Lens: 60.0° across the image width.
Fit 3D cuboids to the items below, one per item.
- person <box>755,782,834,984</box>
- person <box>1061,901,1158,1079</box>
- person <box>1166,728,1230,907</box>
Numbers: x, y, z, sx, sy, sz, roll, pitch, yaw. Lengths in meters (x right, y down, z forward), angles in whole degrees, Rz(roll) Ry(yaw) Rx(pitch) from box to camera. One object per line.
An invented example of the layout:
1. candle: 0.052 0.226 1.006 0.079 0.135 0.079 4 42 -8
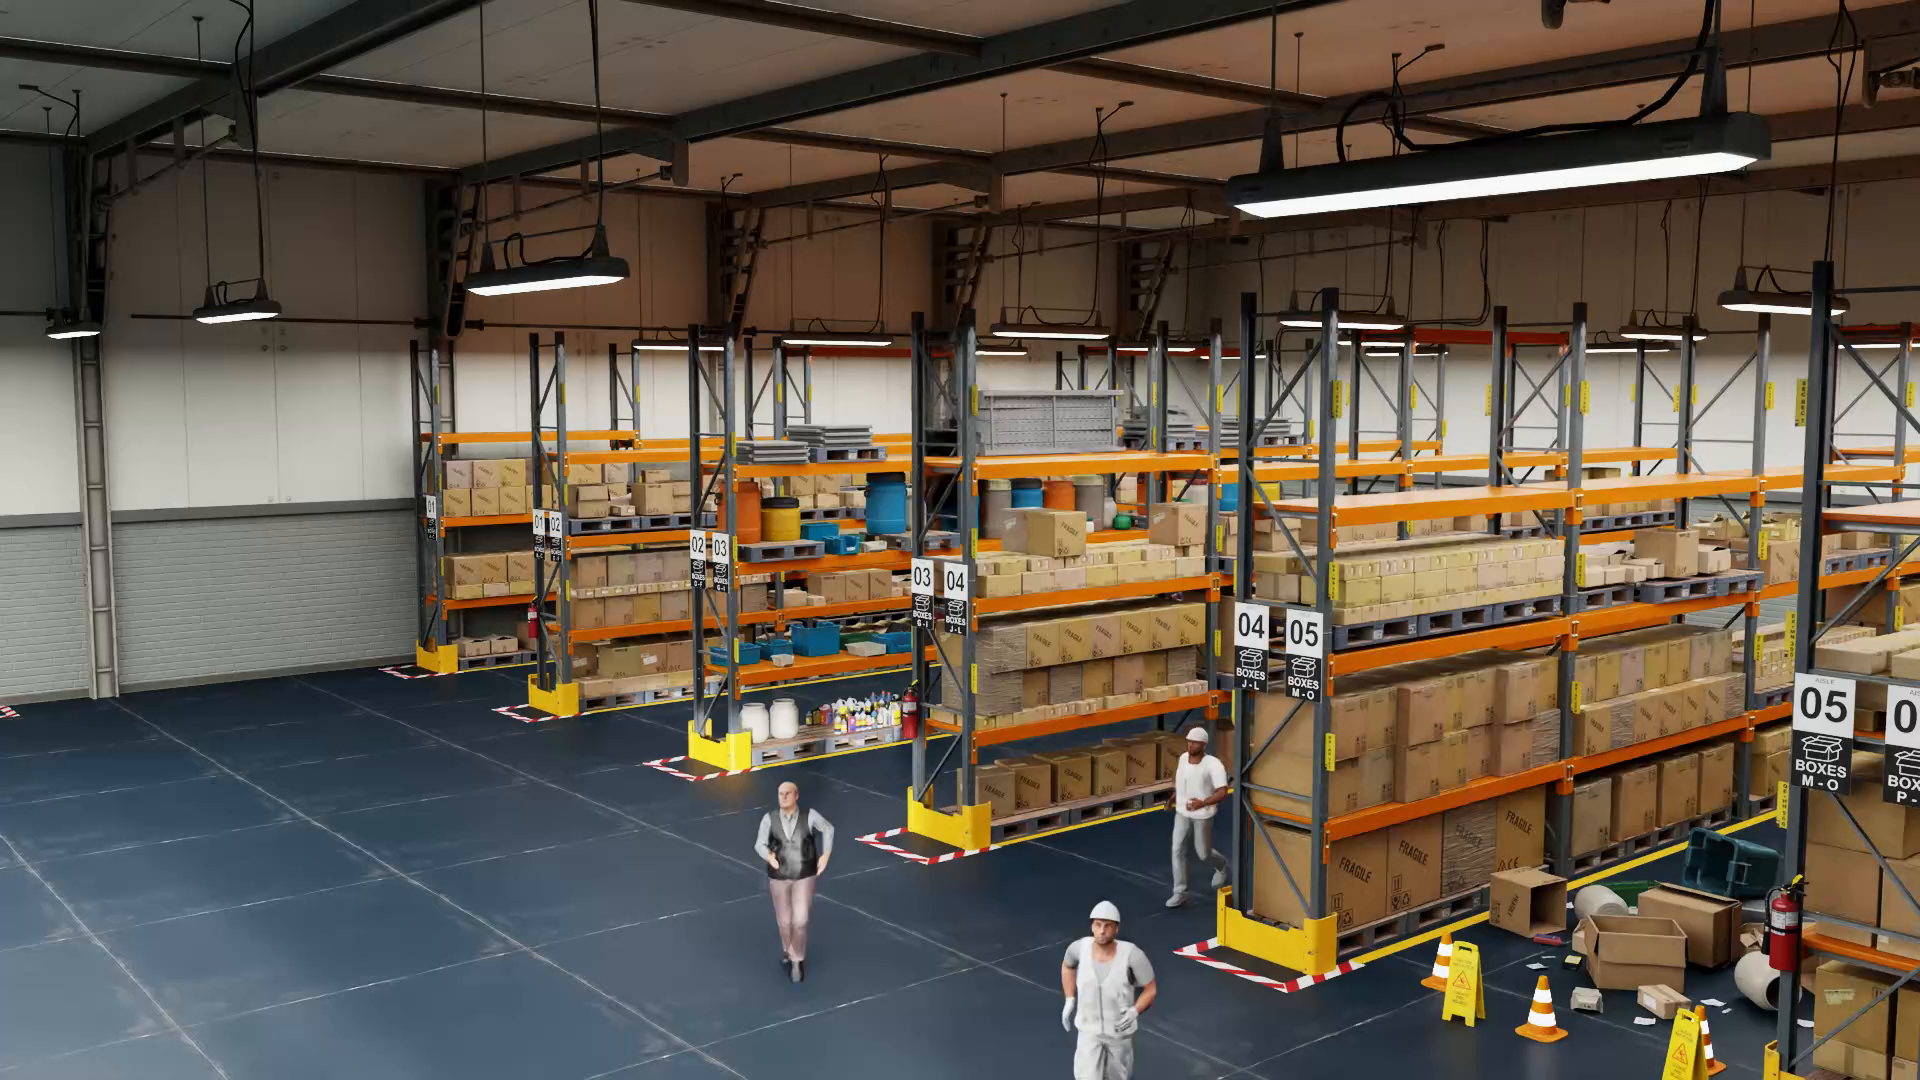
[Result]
1. person: -1.466 2.988 14.583 0.662 1.733 0.726 0 5 4
2. person: 0.975 3.257 11.003 0.658 1.797 0.935 1 5 11
3. person: 2.382 2.739 16.677 0.726 1.751 0.904 5 7 43
